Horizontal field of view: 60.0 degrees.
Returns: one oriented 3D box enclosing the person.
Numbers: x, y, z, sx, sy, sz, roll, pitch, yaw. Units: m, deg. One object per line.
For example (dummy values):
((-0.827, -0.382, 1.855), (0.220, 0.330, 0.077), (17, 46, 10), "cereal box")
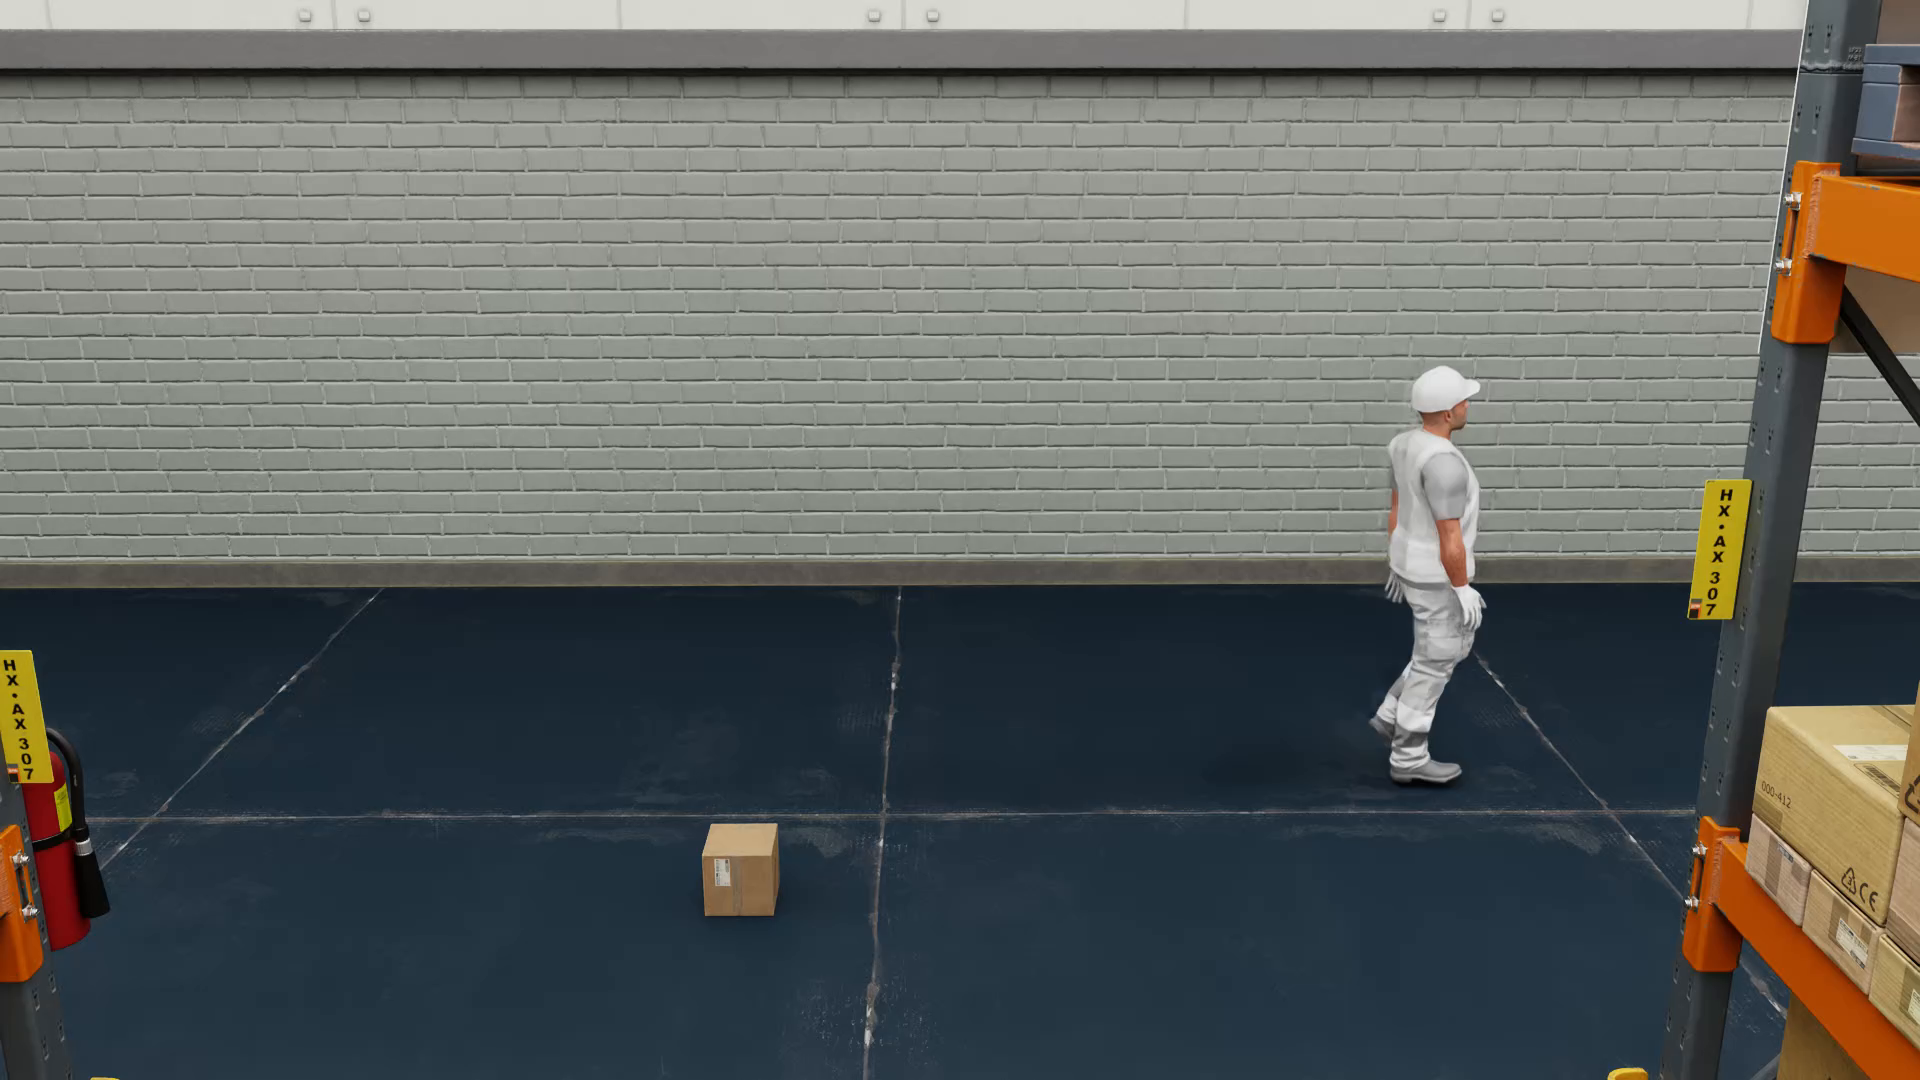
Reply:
((1.994, 0.161, 6.899), (0.448, 1.795, 0.533), (-1, 17, -3), "person")
